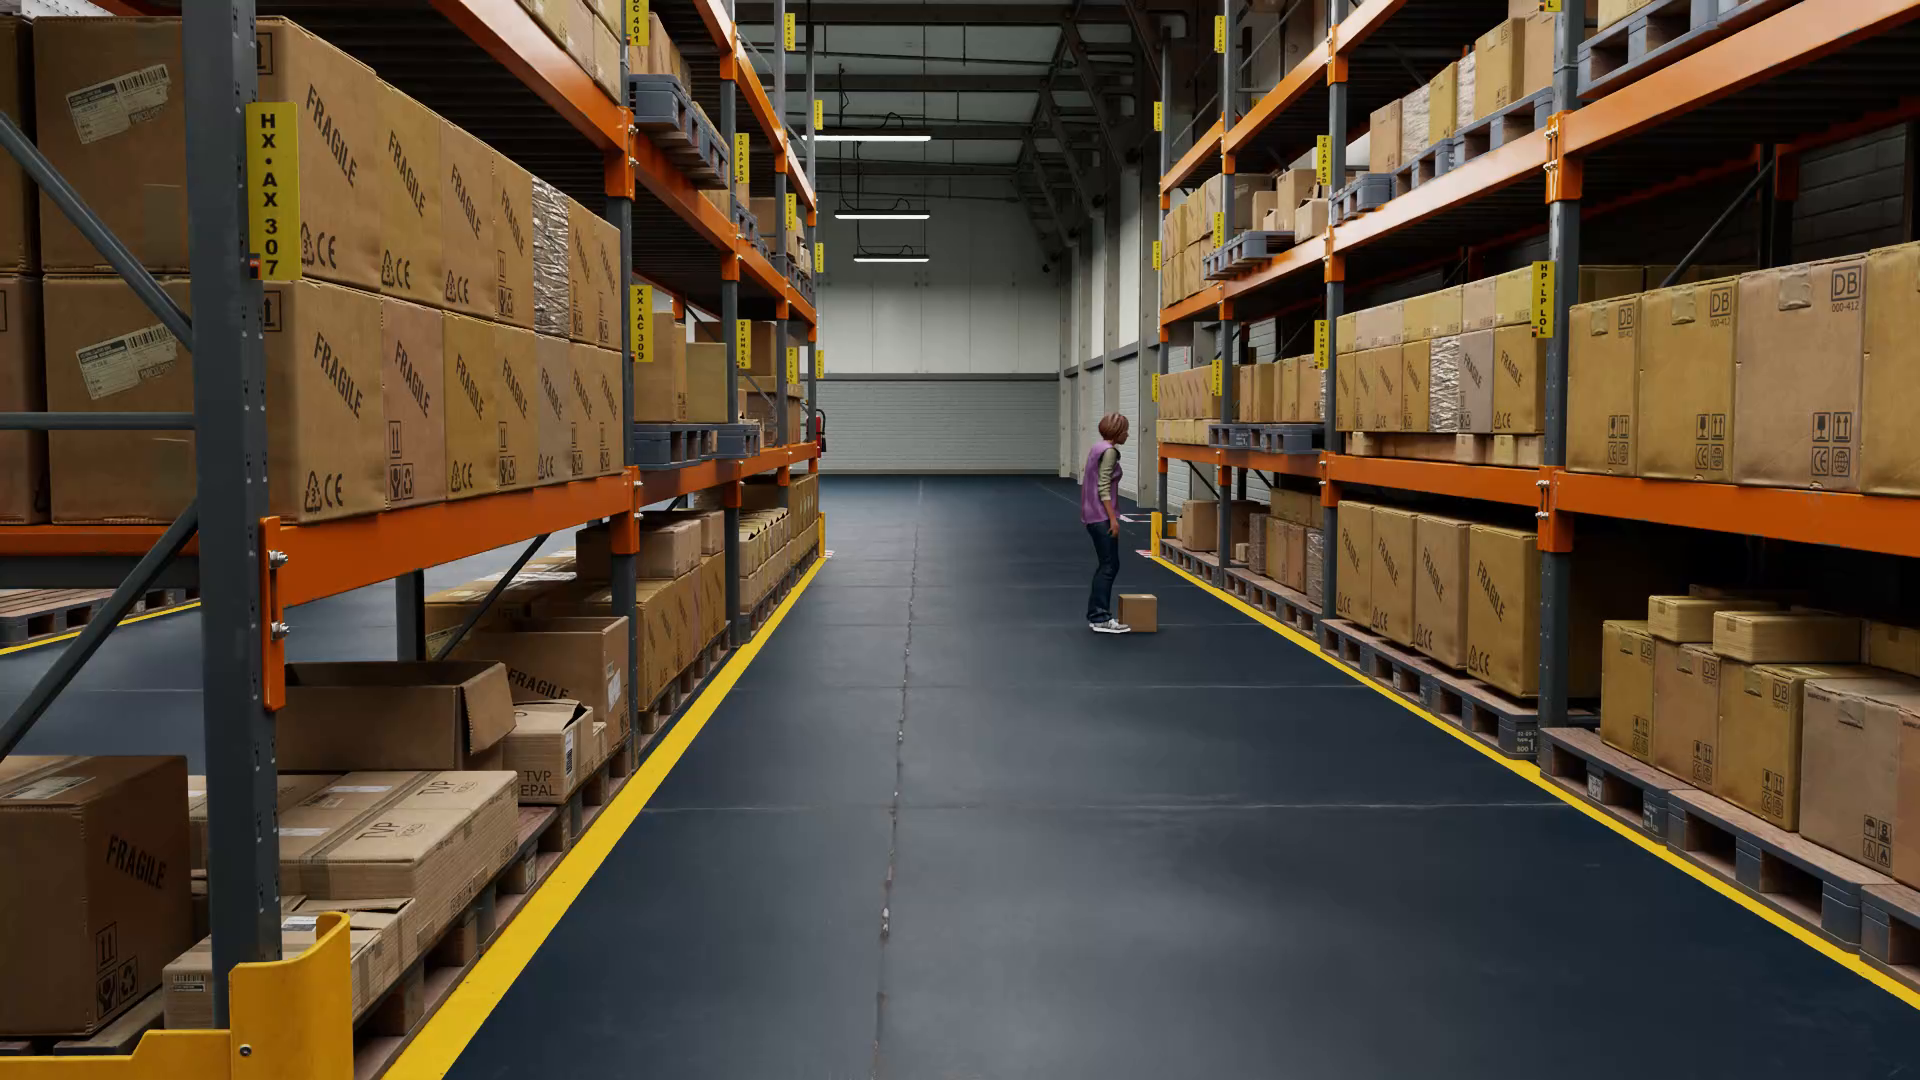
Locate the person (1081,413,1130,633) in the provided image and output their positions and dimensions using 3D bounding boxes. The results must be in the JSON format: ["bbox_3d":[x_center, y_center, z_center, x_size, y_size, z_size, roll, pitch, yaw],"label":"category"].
[{"bbox_3d":[1.063,-0.132,12.148,0.344,1.593,0.462,0,4,-1],"label":"person"}]
